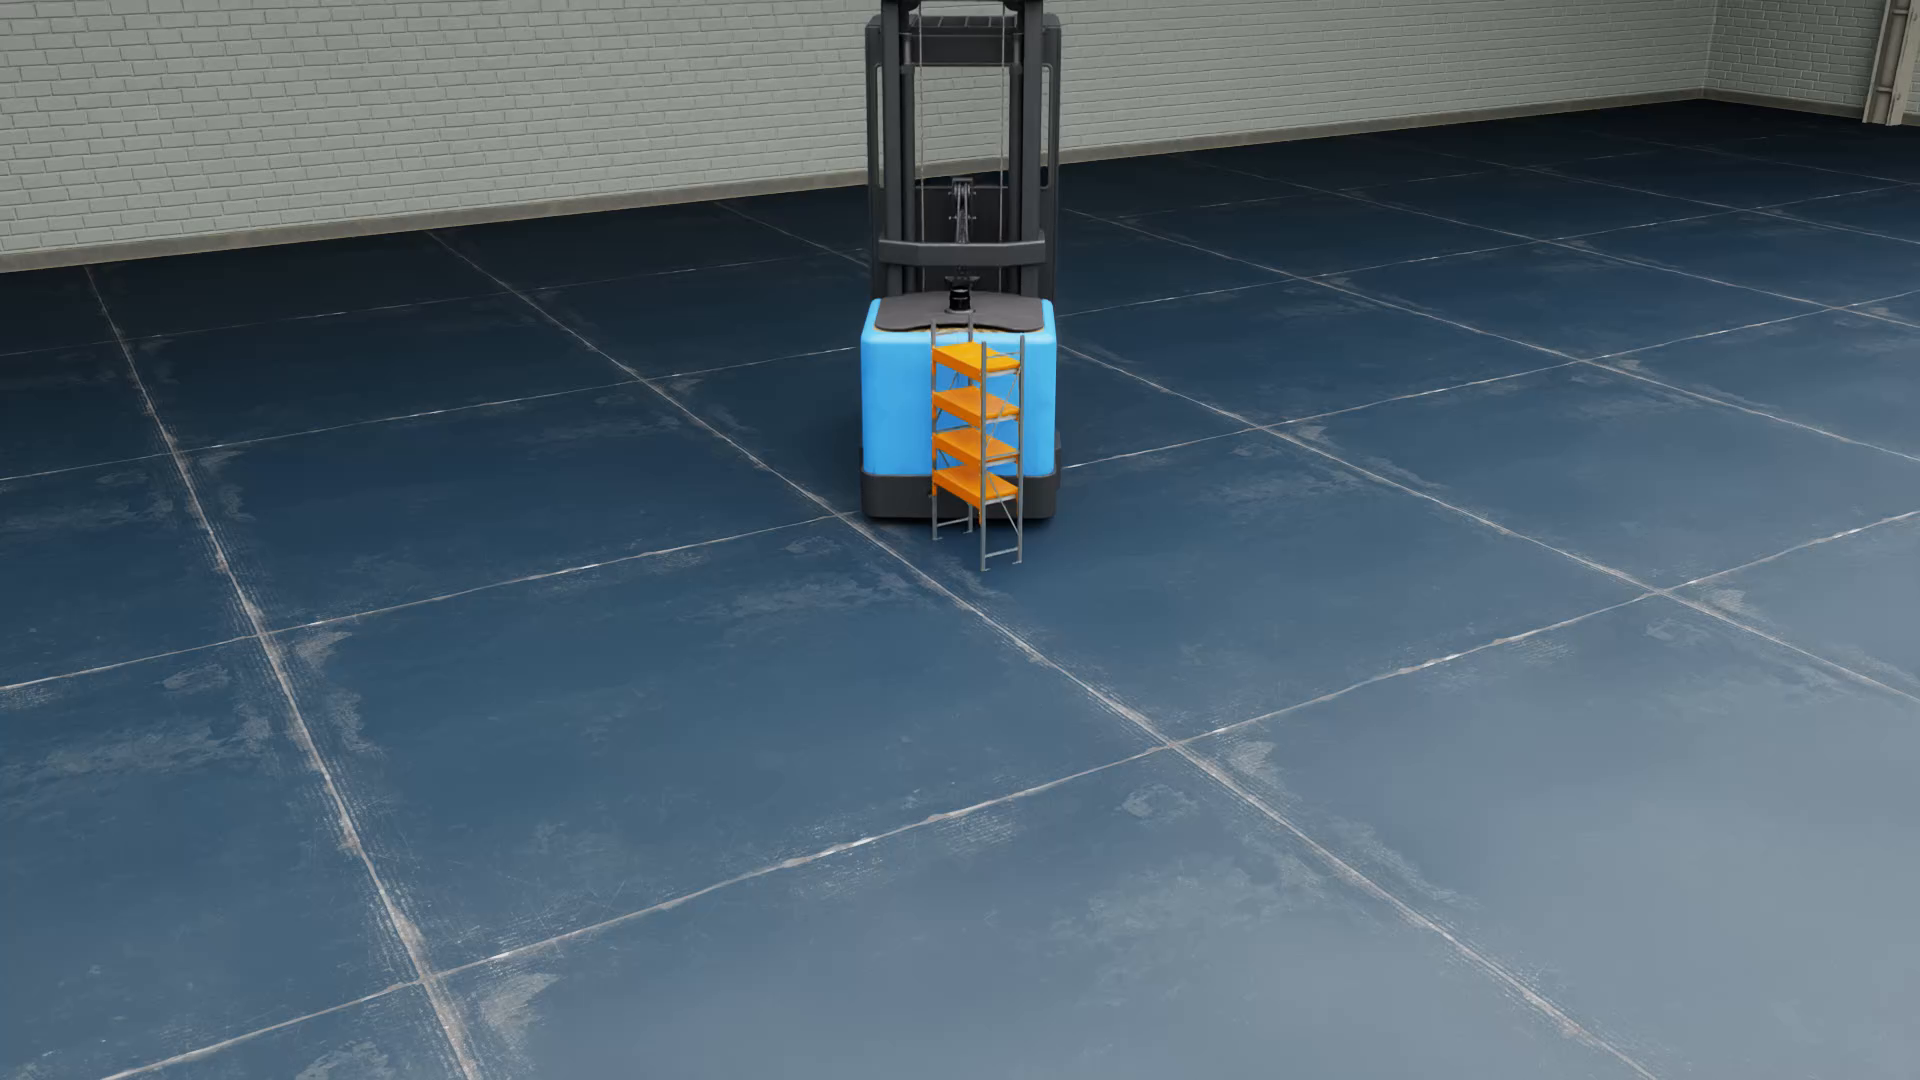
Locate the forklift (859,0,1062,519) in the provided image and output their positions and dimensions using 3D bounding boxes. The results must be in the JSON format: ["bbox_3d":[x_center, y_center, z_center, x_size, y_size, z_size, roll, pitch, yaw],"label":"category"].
[{"bbox_3d":[0.024,-1.978,9.785,1.130,2.935,3.031,0,22,1],"label":"forklift"}]

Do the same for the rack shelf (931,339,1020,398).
[{"bbox_3d":[0.084,-0.859,8.289,0.258,0.148,0.480,-13,25,-28],"label":"rack shelf"}]

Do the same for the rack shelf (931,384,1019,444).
[{"bbox_3d":[0.084,-0.640,8.378,0.258,0.148,0.480,-13,25,-28],"label":"rack shelf"}]

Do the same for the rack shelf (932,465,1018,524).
[{"bbox_3d":[0.084,-0.249,8.537,0.258,0.148,0.480,-13,25,-28],"label":"rack shelf"}]

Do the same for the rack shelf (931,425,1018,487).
[{"bbox_3d":[0.084,-0.433,8.462,0.258,0.148,0.480,-13,25,-28],"label":"rack shelf"}]

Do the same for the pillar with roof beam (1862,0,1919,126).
[{"bbox_3d":[9.053,-9.109,19.272,9.100,9.000,0.400,-13,25,-28],"label":"pillar with roof beam"}]

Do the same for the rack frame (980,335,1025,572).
[{"bbox_3d":[0.209,-0.416,8.243,0.240,1.200,0.015,-13,25,-28],"label":"rack frame"}]

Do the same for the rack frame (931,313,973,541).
[{"bbox_3d":[-0.041,-0.574,8.631,0.240,1.200,0.015,-13,25,-28],"label":"rack frame"}]

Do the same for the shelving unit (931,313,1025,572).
[{"bbox_3d":[0.084,-0.495,8.437,0.258,1.200,0.503,-13,25,-28],"label":"shelving unit"}]
